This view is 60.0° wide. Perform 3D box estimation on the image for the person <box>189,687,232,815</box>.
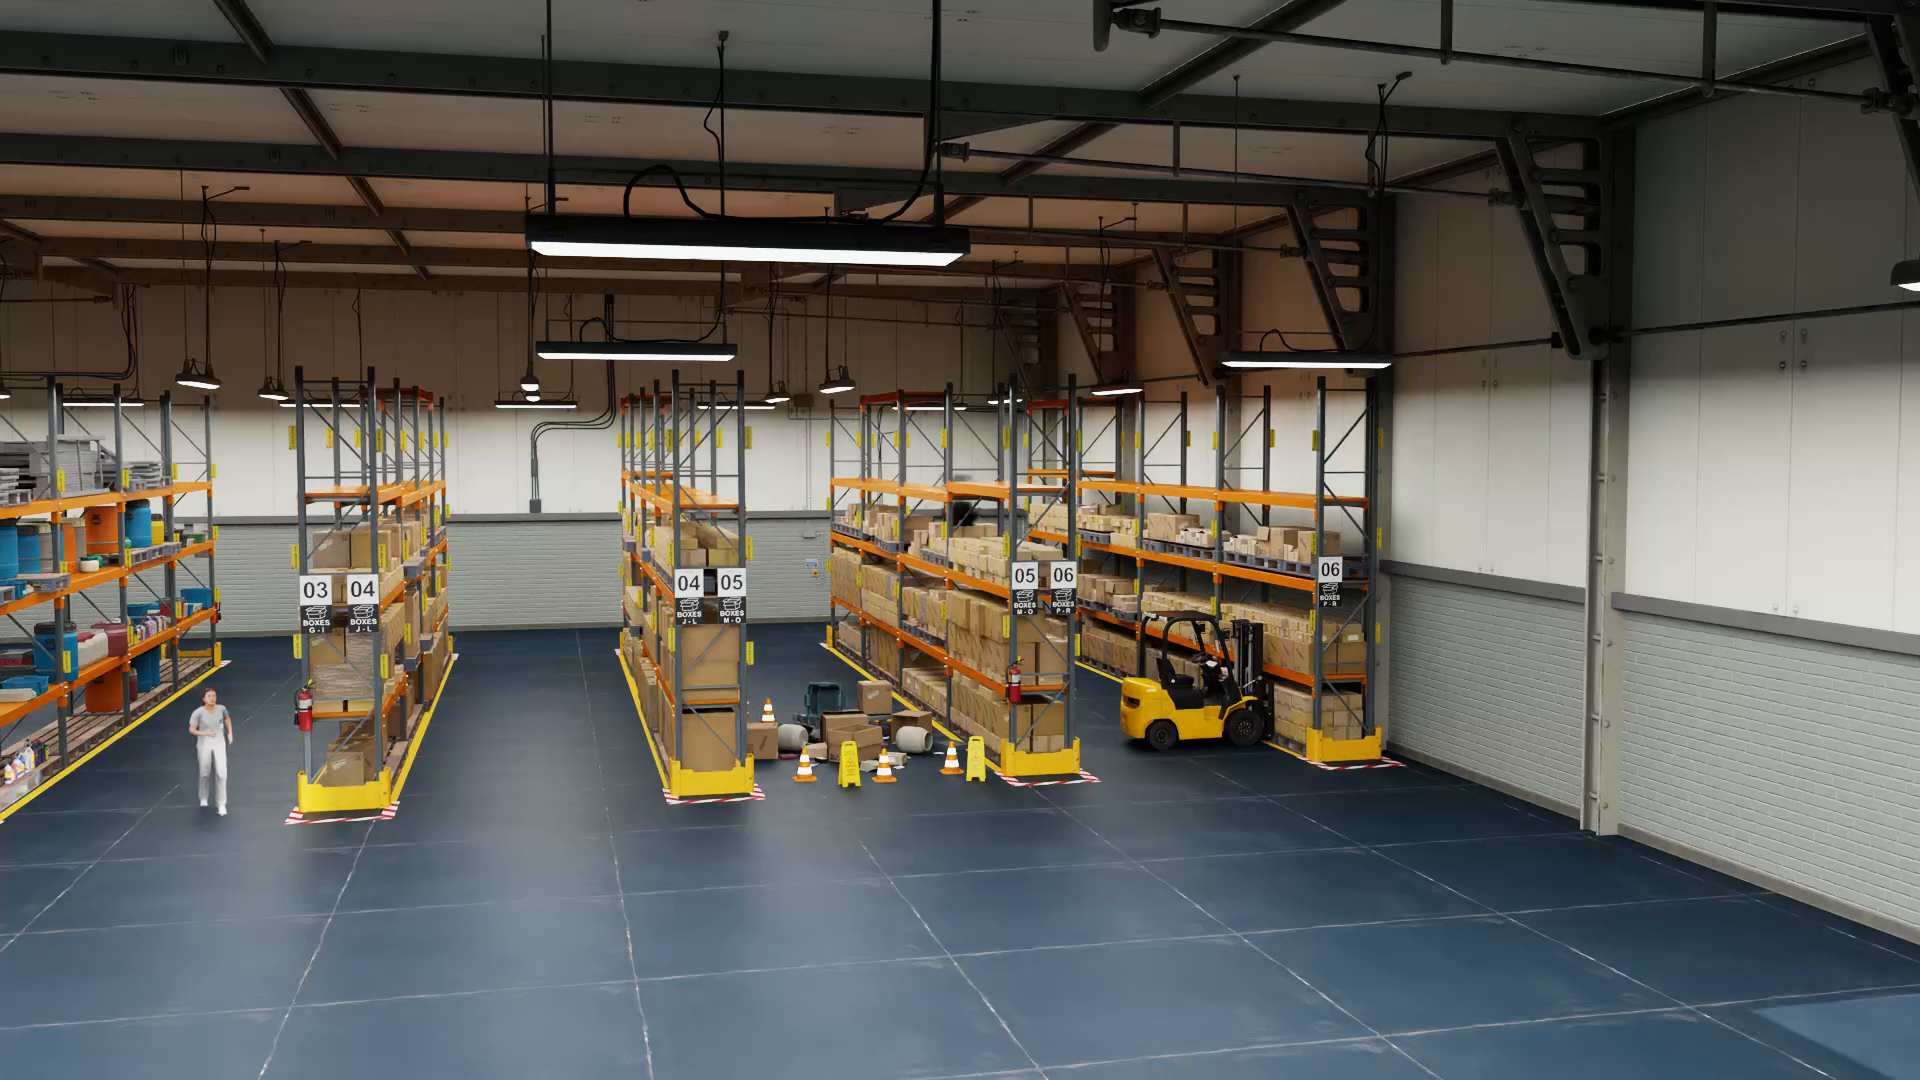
[{"bbox_3d":[-10.091,2.845,22.409,0.563,1.747,0.751,-2,4,-36],"label":"person"}]
